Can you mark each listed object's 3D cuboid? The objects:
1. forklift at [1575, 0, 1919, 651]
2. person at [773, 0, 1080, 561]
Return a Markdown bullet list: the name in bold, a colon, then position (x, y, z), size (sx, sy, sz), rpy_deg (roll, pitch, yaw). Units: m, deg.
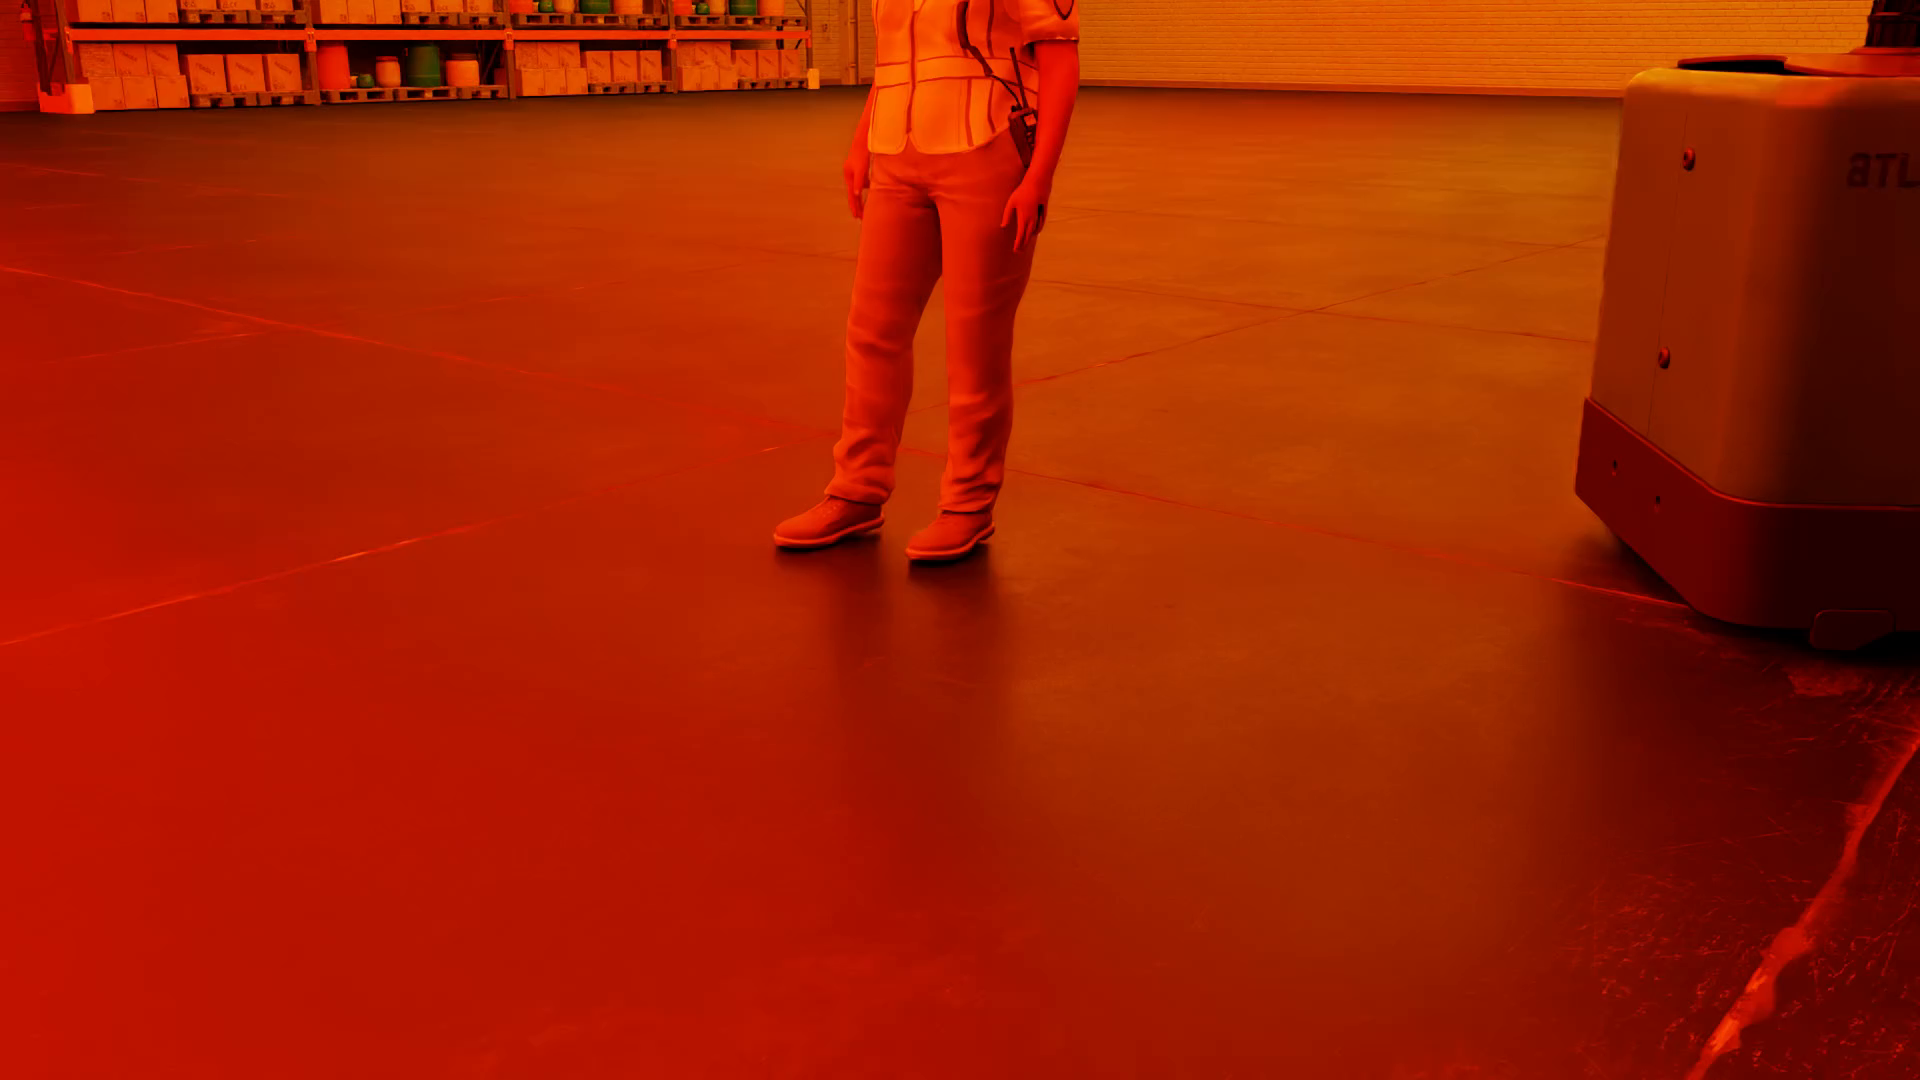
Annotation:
- **forklift**: position (2.979, -1.286, 3.133), size (3.031, 2.935, 1.130), rpy_deg (1, 17, 4)
- **person**: position (-0.066, -0.791, 3.655), size (0.598, 1.670, 0.529), rpy_deg (13, 21, 37)
